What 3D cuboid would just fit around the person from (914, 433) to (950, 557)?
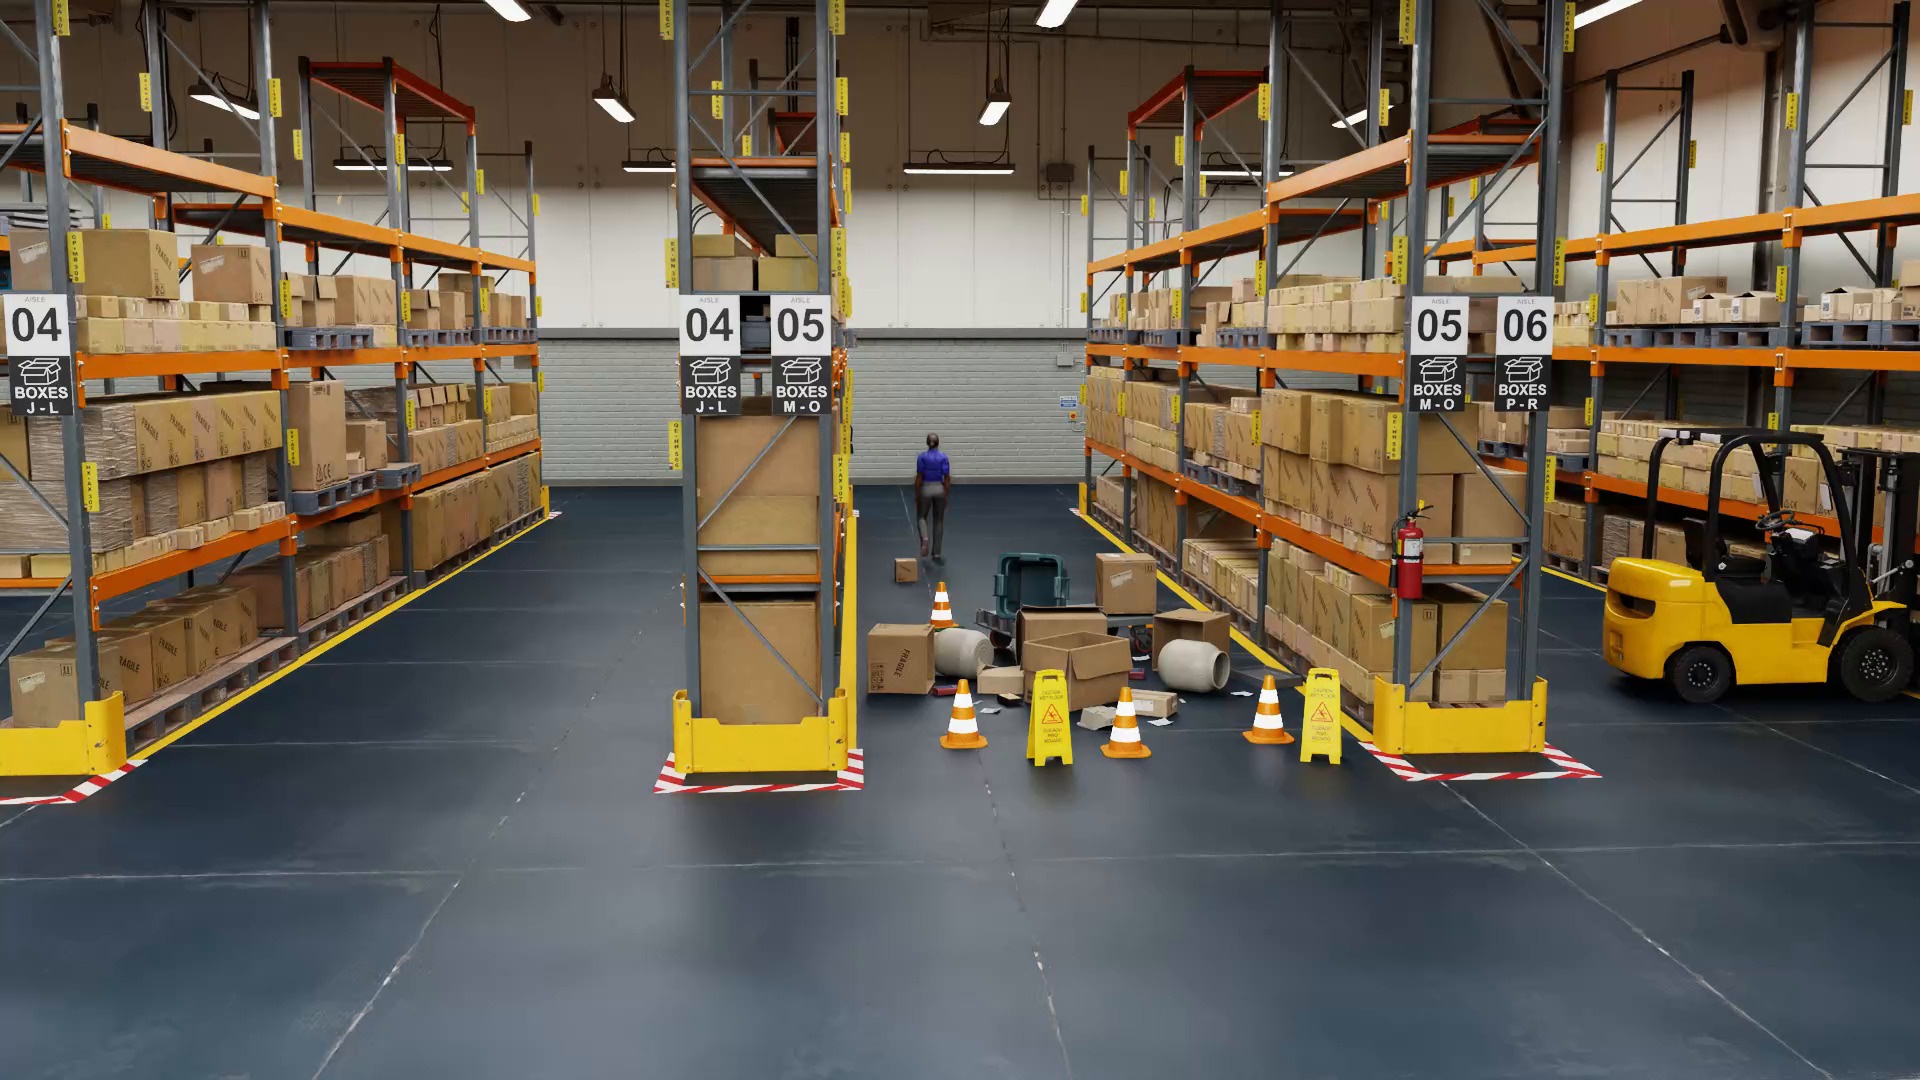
[{"bbox_3d":[-0.369,-0.590,21.872,0.479,1.647,0.474,0,7,-3],"label":"person"}]
